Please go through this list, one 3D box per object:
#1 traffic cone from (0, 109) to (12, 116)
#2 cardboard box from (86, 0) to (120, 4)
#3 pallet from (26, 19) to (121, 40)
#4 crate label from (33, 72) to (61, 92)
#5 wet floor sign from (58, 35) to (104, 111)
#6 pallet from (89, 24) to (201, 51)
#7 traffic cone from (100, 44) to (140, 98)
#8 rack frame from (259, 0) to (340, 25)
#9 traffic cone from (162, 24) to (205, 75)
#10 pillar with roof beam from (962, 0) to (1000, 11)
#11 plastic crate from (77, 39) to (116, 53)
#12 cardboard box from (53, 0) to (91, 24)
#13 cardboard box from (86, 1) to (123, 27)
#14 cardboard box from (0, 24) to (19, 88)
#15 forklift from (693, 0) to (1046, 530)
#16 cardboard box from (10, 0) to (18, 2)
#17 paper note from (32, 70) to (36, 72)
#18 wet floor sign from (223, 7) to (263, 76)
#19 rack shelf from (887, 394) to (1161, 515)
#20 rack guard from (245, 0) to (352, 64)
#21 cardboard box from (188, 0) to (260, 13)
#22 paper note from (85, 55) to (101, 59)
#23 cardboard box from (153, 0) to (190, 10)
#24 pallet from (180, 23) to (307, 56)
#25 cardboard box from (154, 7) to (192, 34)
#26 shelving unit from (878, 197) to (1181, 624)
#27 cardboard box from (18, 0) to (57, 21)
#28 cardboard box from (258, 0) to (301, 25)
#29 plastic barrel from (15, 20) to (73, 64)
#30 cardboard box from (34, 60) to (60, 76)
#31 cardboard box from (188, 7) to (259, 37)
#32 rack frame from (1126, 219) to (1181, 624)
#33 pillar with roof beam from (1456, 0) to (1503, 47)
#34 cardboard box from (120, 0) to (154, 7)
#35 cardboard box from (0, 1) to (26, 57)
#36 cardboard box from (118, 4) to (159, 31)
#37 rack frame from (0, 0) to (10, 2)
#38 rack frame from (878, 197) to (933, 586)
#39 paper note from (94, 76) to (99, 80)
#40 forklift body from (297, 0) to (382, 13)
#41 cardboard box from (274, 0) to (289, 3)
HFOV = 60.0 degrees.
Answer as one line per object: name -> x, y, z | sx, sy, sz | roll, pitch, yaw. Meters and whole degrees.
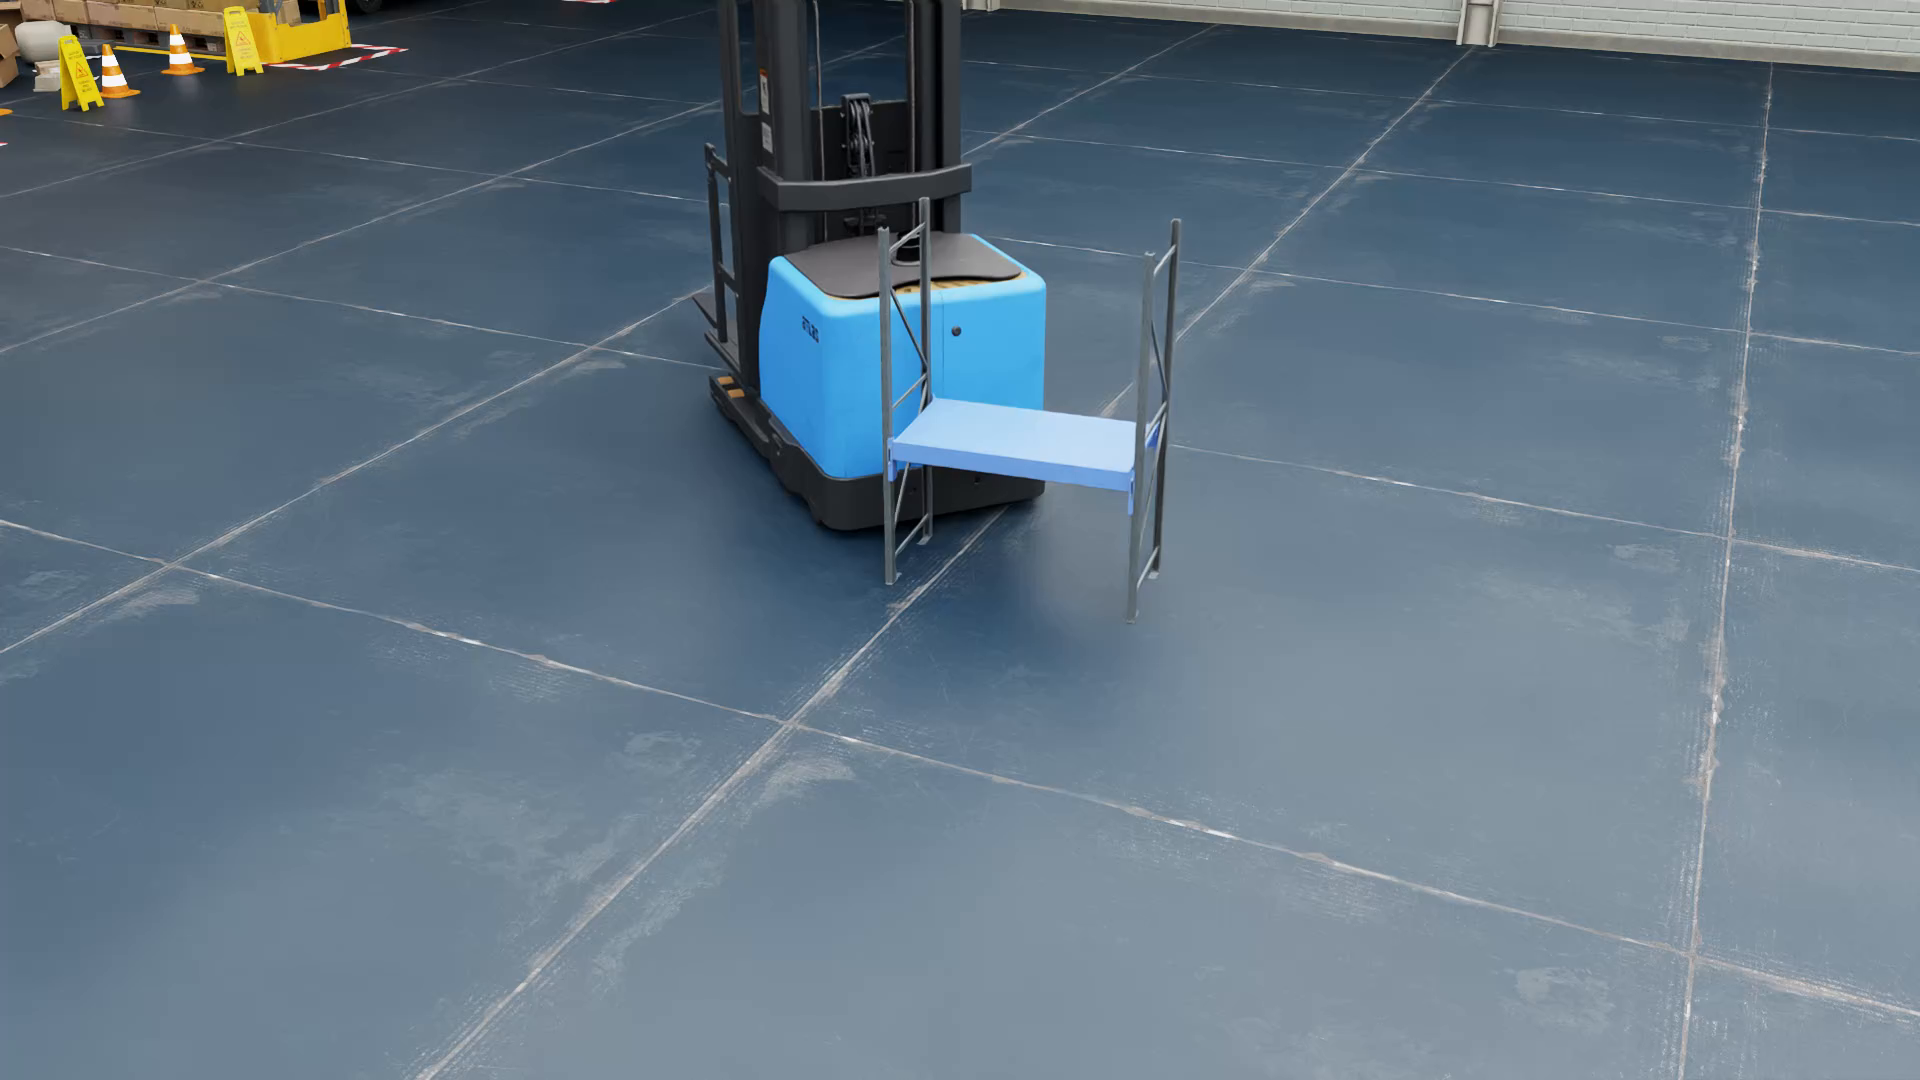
traffic cone -> -8.841, -4.079, 15.012 | 0.334, 0.463, 0.336 | 11, 28, 22
cardboard box -> -9.241, -6.176, 18.186 | 0.500, 0.500, 0.500 | 13, 29, 24
pallet -> -10.003, -5.930, 19.055 | 1.213, 0.211, 1.003 | 11, 28, 22
crate label -> -8.805, -4.444, 16.122 | 0.298, 0.136, 0.250 | -2, 26, -5
wet floor sign -> -8.099, -4.284, 15.221 | 0.232, 0.644, 0.267 | 6, 27, 13
pallet -> -8.889, -5.708, 18.604 | 1.213, 0.211, 1.003 | 11, 28, 22
traffic cone -> -8.063, -4.472, 15.808 | 0.334, 0.463, 0.336 | 11, 28, 22
rack frame -> -6.988, -6.558, 17.175 | 0.127, 3.000, 1.000 | 11, 28, 22
traffic cone -> -7.913, -4.980, 16.841 | 0.334, 0.463, 0.336 | 11, 28, 22
pillar with roof beam -> -1.518, -8.908, 15.155 | 0.400, 9.000, 9.100 | 11, 28, 22
plastic crate -> -9.540, -5.363, 18.052 | 0.583, 0.080, 0.402 | 2, 26, 4
cardboard box -> -9.713, -5.935, 18.546 | 0.500, 0.250, 0.500 | 13, 29, 25
cardboard box -> -9.229, -5.839, 18.351 | 0.500, 0.250, 0.500 | 11, 28, 21
cardboard box -> -9.635, -4.741, 16.311 | 0.637, 0.503, 0.797 | -7, 27, -14
forklift -> -0.651, -1.983, 7.960 | 1.130, 2.935, 3.031 | -11, 28, -20
cardboard box -> -11.108, -6.394, 19.341 | 0.625, 0.372, 0.950 | 12, 29, 22
paper note -> -9.384, -4.809, 16.996 | 0.142, 0.019, 0.148 | 23, 35, 39
wet floor sign -> -7.258, -5.037, 16.750 | 0.232, 0.644, 0.267 | 23, 35, 39
rack shelf -> 0.268, -0.356, 6.682 | 1.000, 0.185, 0.538 | 8, 27, 17
rack guard -> -7.057, -5.451, 17.755 | 0.348, 0.500, 1.175 | 11, 28, 22
cardboard box -> -7.825, -5.891, 17.608 | 0.500, 0.500, 0.500 | 12, 28, 22
paper note -> -9.197, -5.119, 17.613 | 0.148, 0.019, 0.142 | 2, 26, 4
cardboard box -> -8.302, -5.985, 17.799 | 0.500, 0.500, 0.500 | 12, 29, 24
pallet -> -7.782, -5.484, 18.149 | 1.213, 0.211, 1.003 | 11, 28, 22
cardboard box -> -8.304, -5.651, 17.969 | 0.500, 0.250, 0.500 | 11, 28, 22
shelving unit -> 0.268, -0.517, 6.602 | 1.048, 1.500, 0.538 | 8, 27, 17
cardboard box -> -10.204, -6.028, 18.735 | 0.500, 0.250, 0.500 | 10, 28, 19
cardboard box -> -7.608, -5.772, 18.215 | 0.500, 0.250, 0.500 | 11, 28, 21
plastic barrel -> -9.495, -5.171, 17.274 | 0.512, 0.421, 0.421 | -12, 29, -23
cardboard box -> -9.017, -4.707, 16.641 | 0.380, 0.149, 0.250 | -18, 31, -31
cardboard box -> -7.857, -5.557, 17.779 | 0.500, 0.250, 0.500 | 11, 28, 22
rack frame -> 0.750, -0.445, 6.457 | 0.032, 1.500, 0.500 | 8, 27, 17
pillar with roof beam -> 3.944, -7.811, 12.927 | 0.400, 9.000, 9.100 | 11, 28, 22
cardboard box -> -8.758, -6.080, 17.992 | 0.500, 0.500, 0.500 | 11, 28, 21
cardboard box -> -10.217, -5.426, 17.702 | 0.500, 0.500, 0.500 | -12, 29, -23
cardboard box -> -8.782, -5.744, 18.158 | 0.500, 0.250, 0.500 | 10, 28, 20
rack frame -> -10.629, -7.290, 18.660 | 0.127, 3.000, 1.000 | 11, 28, 22
rack frame -> -0.214, -0.589, 6.748 | 0.032, 1.500, 0.500 | 8, 27, 17
paper note -> -8.673, -4.599, 16.556 | 0.142, 0.019, 0.148 | 2, 26, 4
forklift body -> -7.418, -7.787, 20.632 | 1.214, 2.155, 2.313 | 11, 28, 22
cardboard box -> -7.630, -6.112, 18.057 | 0.500, 0.500, 0.500 | 10, 28, 20
